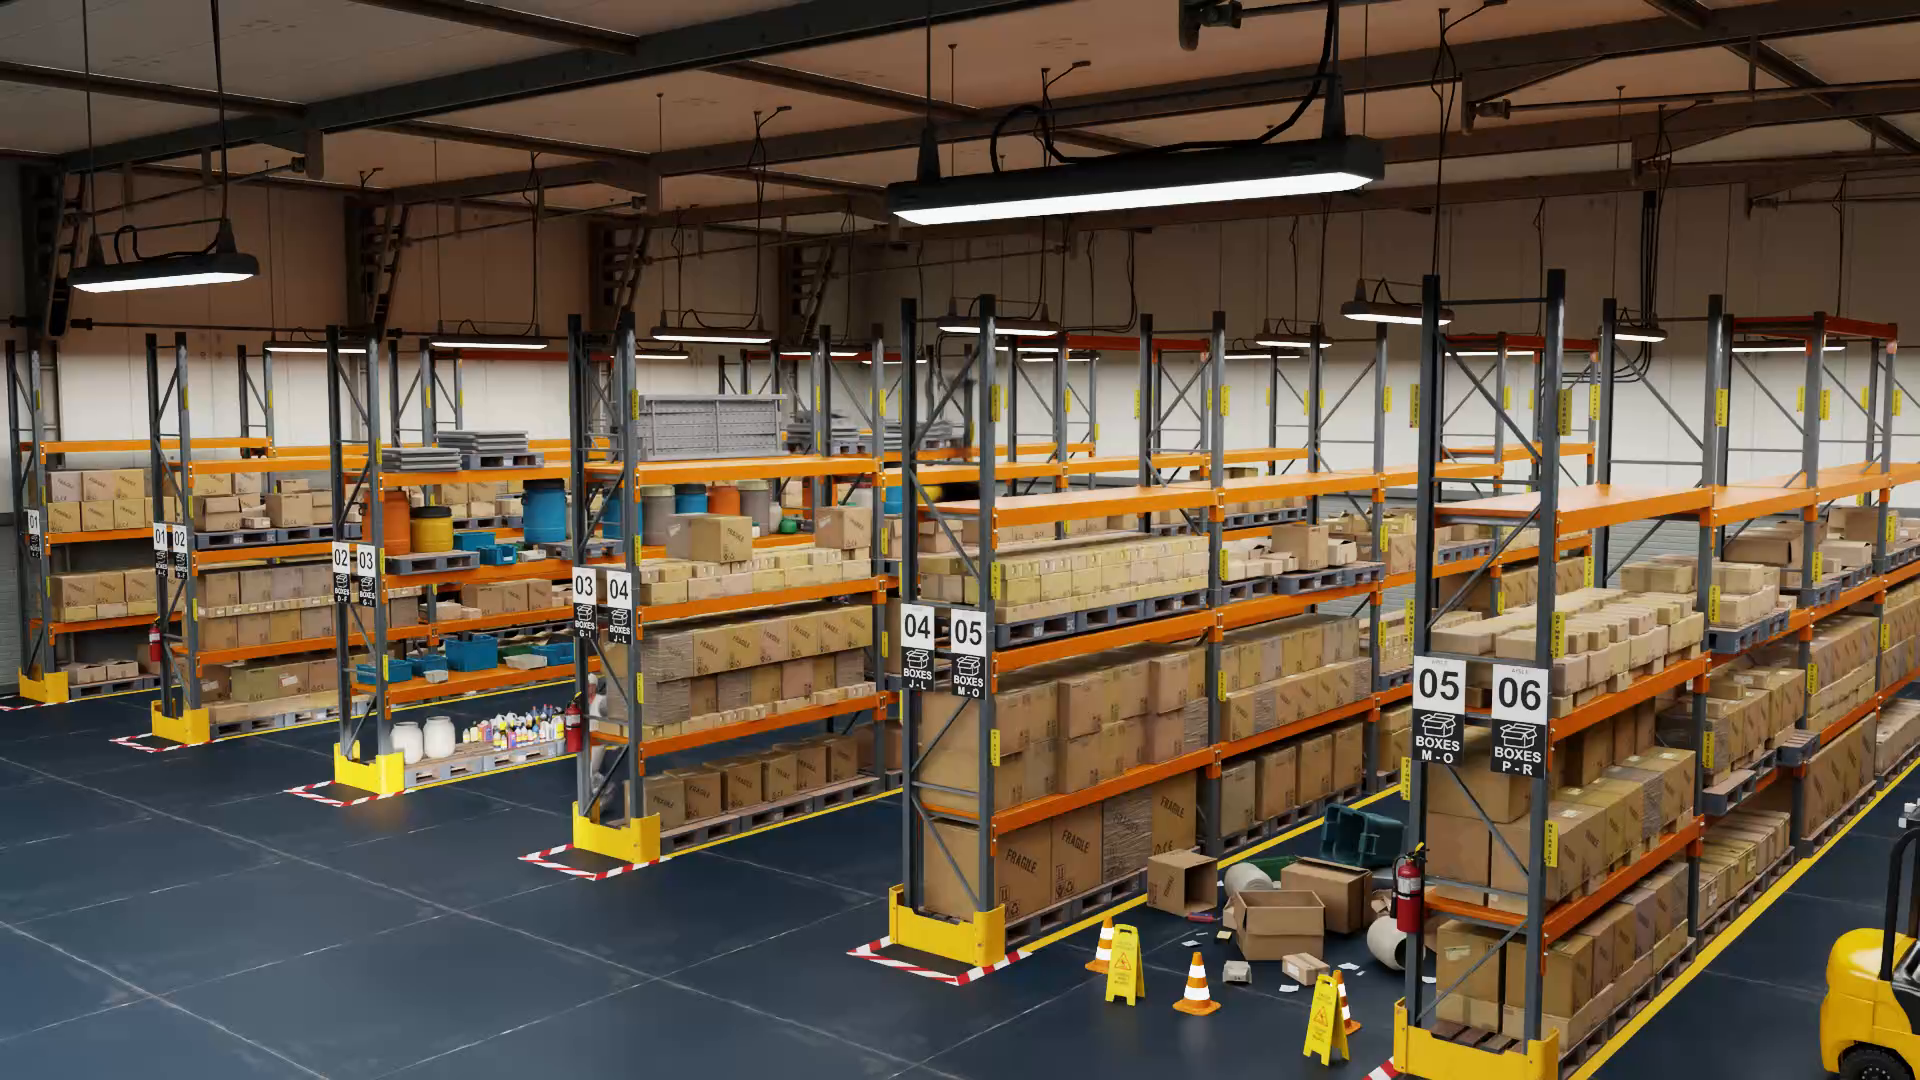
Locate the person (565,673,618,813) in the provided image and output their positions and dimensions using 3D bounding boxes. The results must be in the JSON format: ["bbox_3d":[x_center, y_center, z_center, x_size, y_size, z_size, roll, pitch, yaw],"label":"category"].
[{"bbox_3d":[-4.472,2.480,20.161,0.661,1.734,0.642,3,6,26],"label":"person"}]
